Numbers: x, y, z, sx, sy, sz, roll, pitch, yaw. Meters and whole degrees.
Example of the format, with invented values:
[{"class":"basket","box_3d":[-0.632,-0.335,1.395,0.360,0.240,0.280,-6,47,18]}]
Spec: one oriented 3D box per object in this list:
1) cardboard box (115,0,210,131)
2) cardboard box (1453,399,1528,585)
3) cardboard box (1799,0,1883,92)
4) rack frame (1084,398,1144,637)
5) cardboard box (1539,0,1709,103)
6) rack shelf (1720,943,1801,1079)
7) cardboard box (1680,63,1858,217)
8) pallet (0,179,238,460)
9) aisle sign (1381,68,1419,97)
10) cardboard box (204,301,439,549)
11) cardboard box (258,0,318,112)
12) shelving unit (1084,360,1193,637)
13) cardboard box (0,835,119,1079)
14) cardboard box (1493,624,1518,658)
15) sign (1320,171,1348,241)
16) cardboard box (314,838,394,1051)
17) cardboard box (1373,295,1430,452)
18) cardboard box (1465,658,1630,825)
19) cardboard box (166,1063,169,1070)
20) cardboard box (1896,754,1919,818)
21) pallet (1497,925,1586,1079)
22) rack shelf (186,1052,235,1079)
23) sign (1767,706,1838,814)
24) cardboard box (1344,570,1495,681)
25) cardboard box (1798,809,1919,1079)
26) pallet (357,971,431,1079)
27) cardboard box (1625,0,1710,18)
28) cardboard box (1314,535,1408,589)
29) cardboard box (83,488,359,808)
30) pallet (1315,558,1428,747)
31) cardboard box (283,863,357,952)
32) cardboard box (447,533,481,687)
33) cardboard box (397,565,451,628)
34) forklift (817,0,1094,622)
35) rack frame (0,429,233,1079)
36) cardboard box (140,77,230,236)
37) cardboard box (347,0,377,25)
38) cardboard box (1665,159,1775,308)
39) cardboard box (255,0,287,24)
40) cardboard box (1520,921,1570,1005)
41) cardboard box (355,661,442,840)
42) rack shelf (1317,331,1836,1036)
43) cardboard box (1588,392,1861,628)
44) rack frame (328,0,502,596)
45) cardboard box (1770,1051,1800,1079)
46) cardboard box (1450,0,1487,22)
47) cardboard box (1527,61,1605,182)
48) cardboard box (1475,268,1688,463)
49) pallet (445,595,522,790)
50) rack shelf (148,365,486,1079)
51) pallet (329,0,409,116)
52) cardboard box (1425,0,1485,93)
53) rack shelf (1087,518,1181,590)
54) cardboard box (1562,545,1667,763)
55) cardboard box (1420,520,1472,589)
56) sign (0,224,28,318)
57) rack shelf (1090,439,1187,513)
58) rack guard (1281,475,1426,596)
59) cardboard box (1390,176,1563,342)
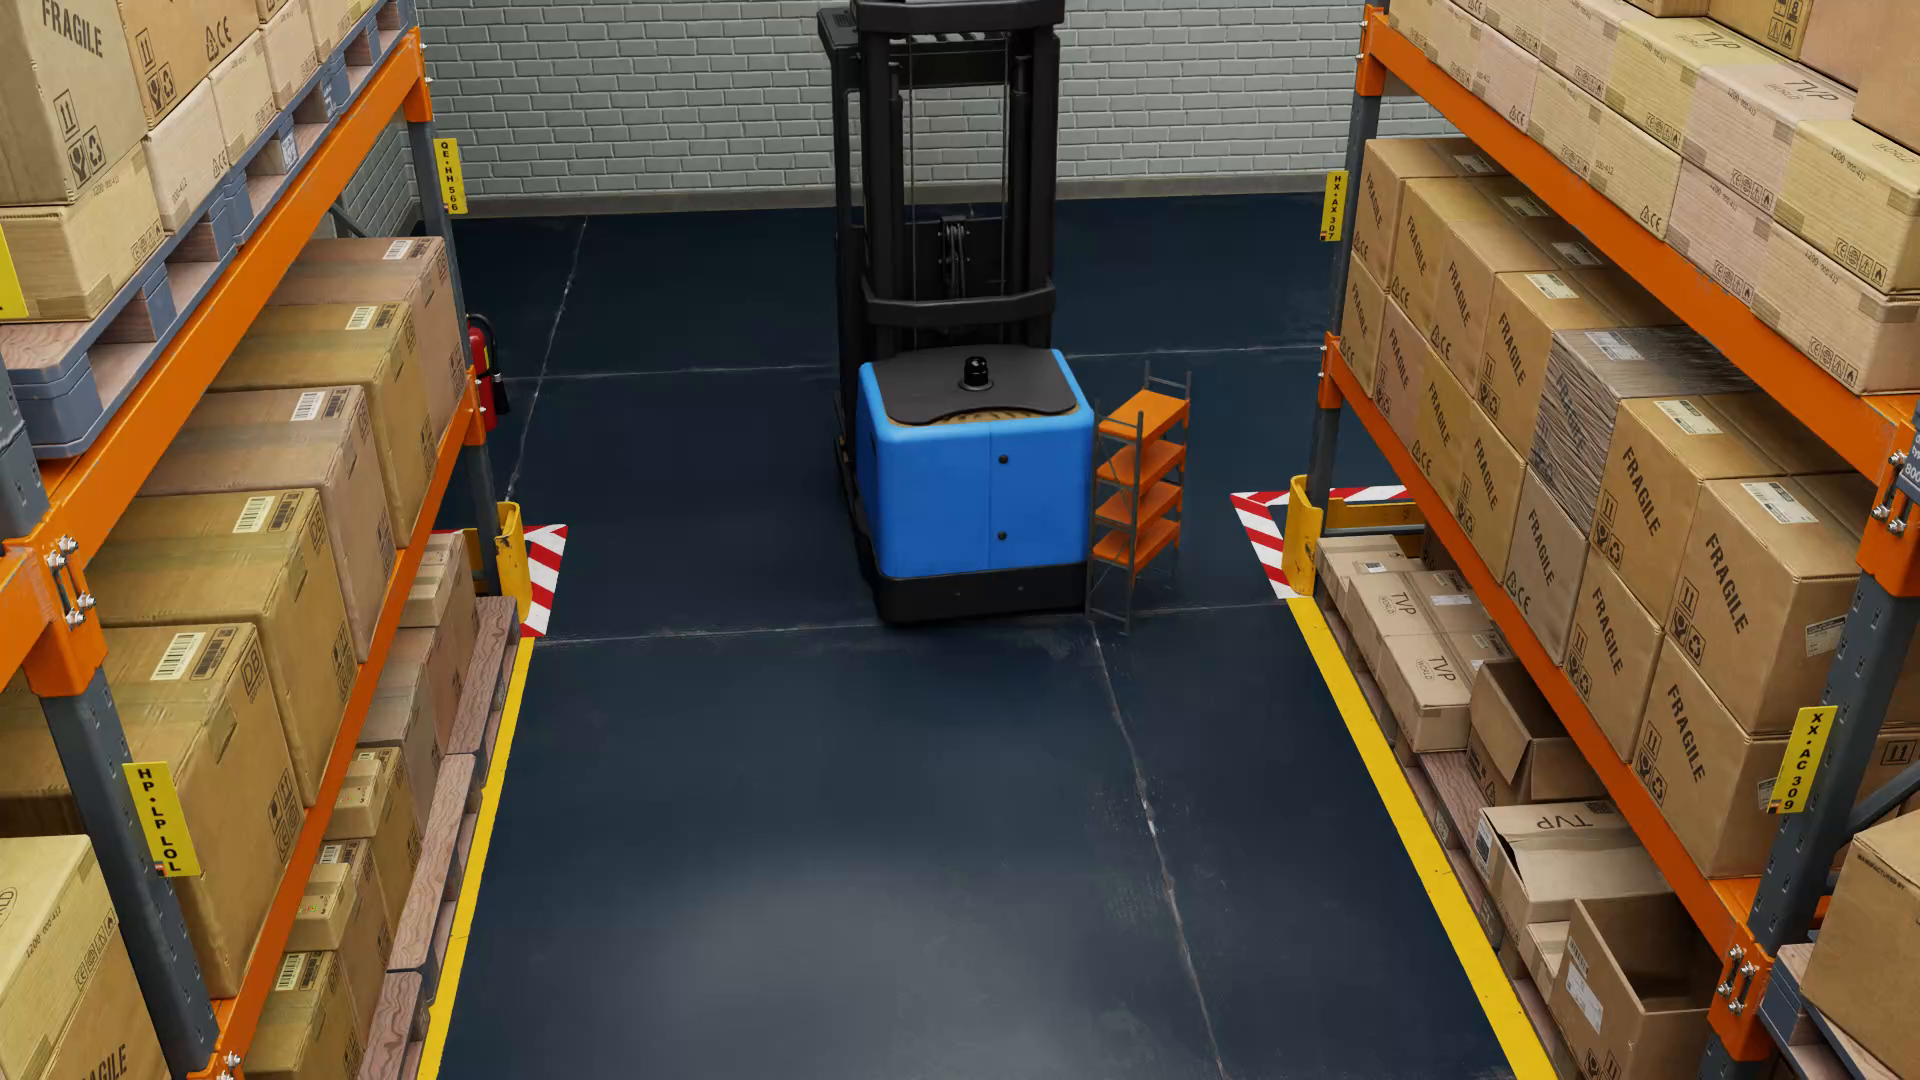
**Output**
[{"class":"cardboard box","box_3d":[-2.169,-1.286,3.960,0.500,0.500,0.500,-3,31,-6]},{"class":"cardboard box","box_3d":[2.152,-0.188,6.042,0.500,0.500,0.500,-2,31,-4]},{"class":"cardboard box","box_3d":[2.615,-1.386,4.147,0.700,0.500,0.500,-3,31,-5]},{"class":"rack frame","box_3d":[0.710,-0.086,7.724,0.240,1.200,0.015,18,35,28]},{"class":"cardboard box","box_3d":[2.155,-1.556,5.164,0.500,0.250,0.500,-3,31,-5]},{"class":"rack shelf","box_3d":[2.791,2.213,2.822,1.077,0.370,4.000,-3,31,-5]},{"class":"cardboard box","box_3d":[2.245,-1.046,4.309,0.500,0.250,0.500,-3,31,-5]},{"class":"pallet","box_3d":[-2.393,-0.546,3.900,1.003,0.211,1.213,-3,31,-5]},{"class":"aisle sign","box_3d":[1.932,-2.296,7.134,0.394,0.787,0.004,-3,31,-5]},{"class":"cardboard box","box_3d":[-2.564,-0.418,6.232,0.980,0.700,0.700,-3,31,-5]},{"class":"cardboard box","box_3d":[-2.265,-1.474,5.007,0.500,0.250,0.500,-4,31,-6]},{"class":"shelving unit","box_3d":[0.842,-0.191,7.900,0.258,1.200,0.503,18,35,28]},{"class":"cardboard box","box_3d":[-2.029,0.847,3.268,0.500,0.250,0.500,-2,31,-3]},{"class":"cardboard box","box_3d":[2.586,0.585,7.099,0.500,0.250,0.500,-3,31,-5]},{"class":"sign","box_3d":[1.690,-1.505,7.500,0.100,0.325,0.005,-3,31,-5]},{"class":"cardboard box","box_3d":[-2.339,1.372,5.557,0.700,0.500,0.500,-3,31,-5]},{"class":"cardboard box","box_3d":[2.063,-0.700,6.899,0.500,0.500,0.500,-3,31,-5]},{"class":"cardboard box","box_3d":[2.424,0.807,6.479,0.797,0.503,0.637,-3,31,-5]},{"class":"cardboard box","box_3d":[-2.479,1.433,4.821,0.380,0.149,0.250,-3,31,-5]},{"class":"cardboard box","box_3d":[2.828,0.567,4.779,0.500,0.500,0.500,-2,31,-3]},{"class":"pallet","box_3d":[2.541,1.729,5.649,1.003,0.211,1.213,-3,31,-5]},{"class":"rack shelf","box_3d":[-2.140,2.452,2.421,1.077,0.370,4.000,-3,31,-5]},{"class":"sign","box_3d":[2.065,0.541,4.075,0.100,0.325,0.005,-3,31,-5]},{"class":"cardboard box","box_3d":[2.046,0.379,7.443,0.500,0.250,0.500,-3,31,-5]},{"class":"cardboard box","box_3d":[2.426,0.912,3.790,0.700,0.500,0.500,-13,33,-21]},{"class":"pallet","box_3d":[-2.320,1.927,5.317,1.003,0.211,1.213,-3,31,-5]},{"class":"cardboard box","box_3d":[2.364,-1.888,4.989,0.700,0.500,0.500,-3,31,-5]},{"class":"cardboard box","box_3d":[1.928,0.106,7.998,0.380,0.149,0.250,-3,31,-5]},{"class":"cardboard box","box_3d":[-2.424,0.343,4.959,0.980,0.700,0.700,-4,31,-6]},{"class":"pallet","box_3d":[2.313,0.484,7.734,1.003,0.211,1.213,-3,31,-5]},{"class":"cardboard box","box_3d":[-2.145,1.166,5.268,0.380,0.149,0.250,-2,31,-3]},{"class":"cardboard box","box_3d":[-2.536,0.325,7.308,0.700,0.500,0.500,-3,31,-5]},{"class":"cardboard box","box_3d":[-2.318,0.234,6.828,0.380,0.149,0.250,-2,31,-3]},{"class":"forklift","box_3d":[-0.110,-1.607,8.581,1.130,2.935,3.031,-5,31,-8]},{"class":"rack frame","box_3d":[-2.327,1.122,3.946,1.000,3.000,0.127,-3,31,-5]},{"class":"cardboard box","box_3d":[-2.163,-0.951,4.131,0.500,0.250,0.500,-3,31,-6]},{"class":"cardboard box","box_3d":[-2.368,-2.005,5.896,0.500,0.250,0.500,-2,31,-3]},{"class":"cardboard box","box_3d":[2.258,-0.832,4.438,0.500,0.250,0.500,-3,31,-5]},{"class":"cardboard box","box_3d":[-2.268,-1.806,4.831,0.500,0.500,0.500,-4,31,-7]},{"class":"cardboard box","box_3d":[2.174,1.452,5.745,0.380,0.149,0.250,-3,31,-5]},{"class":"cardboard box","box_3d":[-2.442,0.838,6.451,0.700,0.500,0.500,-4,31,-6]},{"class":"rack shelf","box_3d":[2.418,0.171,6.241,1.077,0.370,4.000,-3,31,-5]},{"class":"cardboard box","box_3d":[2.249,-0.096,4.914,0.500,0.500,0.500,-3,31,-6]},{"class":"rack frame","box_3d":[-2.701,-0.920,7.365,1.000,3.000,0.127,-3,31,-5]},{"class":"cardboard box","box_3d":[2.781,1.624,5.299,0.500,0.311,0.500,-3,31,-5]},{"class":"cardboard box","box_3d":[2.059,-2.067,6.019,0.500,0.250,0.500,-3,31,-5]},{"class":"cardboard box","box_3d":[2.161,-1.342,5.293,0.500,0.250,0.500,-3,31,-5]},{"class":"cardboard box","box_3d":[2.156,-0.611,5.775,0.500,0.500,0.500,-3,31,-5]},{"class":"pallet","box_3d":[-2.548,0.682,7.403,1.003,0.211,1.213,-3,31,-5]},{"class":"rack shelf","box_3d":[-2.514,0.410,5.840,1.077,0.370,4.000,-3,31,-5]},{"class":"pallet","box_3d":[-2.621,-1.791,5.985,1.003,0.211,1.213,-3,31,-5]},{"class":"cardboard box","box_3d":[2.059,-1.852,6.147,0.500,0.250,0.500,-3,31,-5]},{"class":"rack shelf","box_3d":[0.842,0.037,8.036,0.258,0.148,0.480,18,35,28]},{"class":"cardboard box","box_3d":[2.253,0.334,5.168,0.500,0.500,0.500,-2,31,-3]},{"class":"cardboard box","box_3d":[2.527,-0.009,7.849,0.500,0.500,0.500,-3,31,-5]},{"class":"sign","box_3d":[-1.788,-0.554,3.015,0.100,0.325,0.005,-3,31,-5]},{"class":"rack shelf","box_3d":[0.842,-0.325,7.819,0.258,0.148,0.480,18,35,28]},{"class":"rack guard","box_3d":[2.238,-0.047,8.342,1.175,0.500,0.348,-3,31,-5]},{"class":"cardboard box","box_3d":[2.066,-1.126,6.637,0.500,0.500,0.500,-2,31,-4]}]
